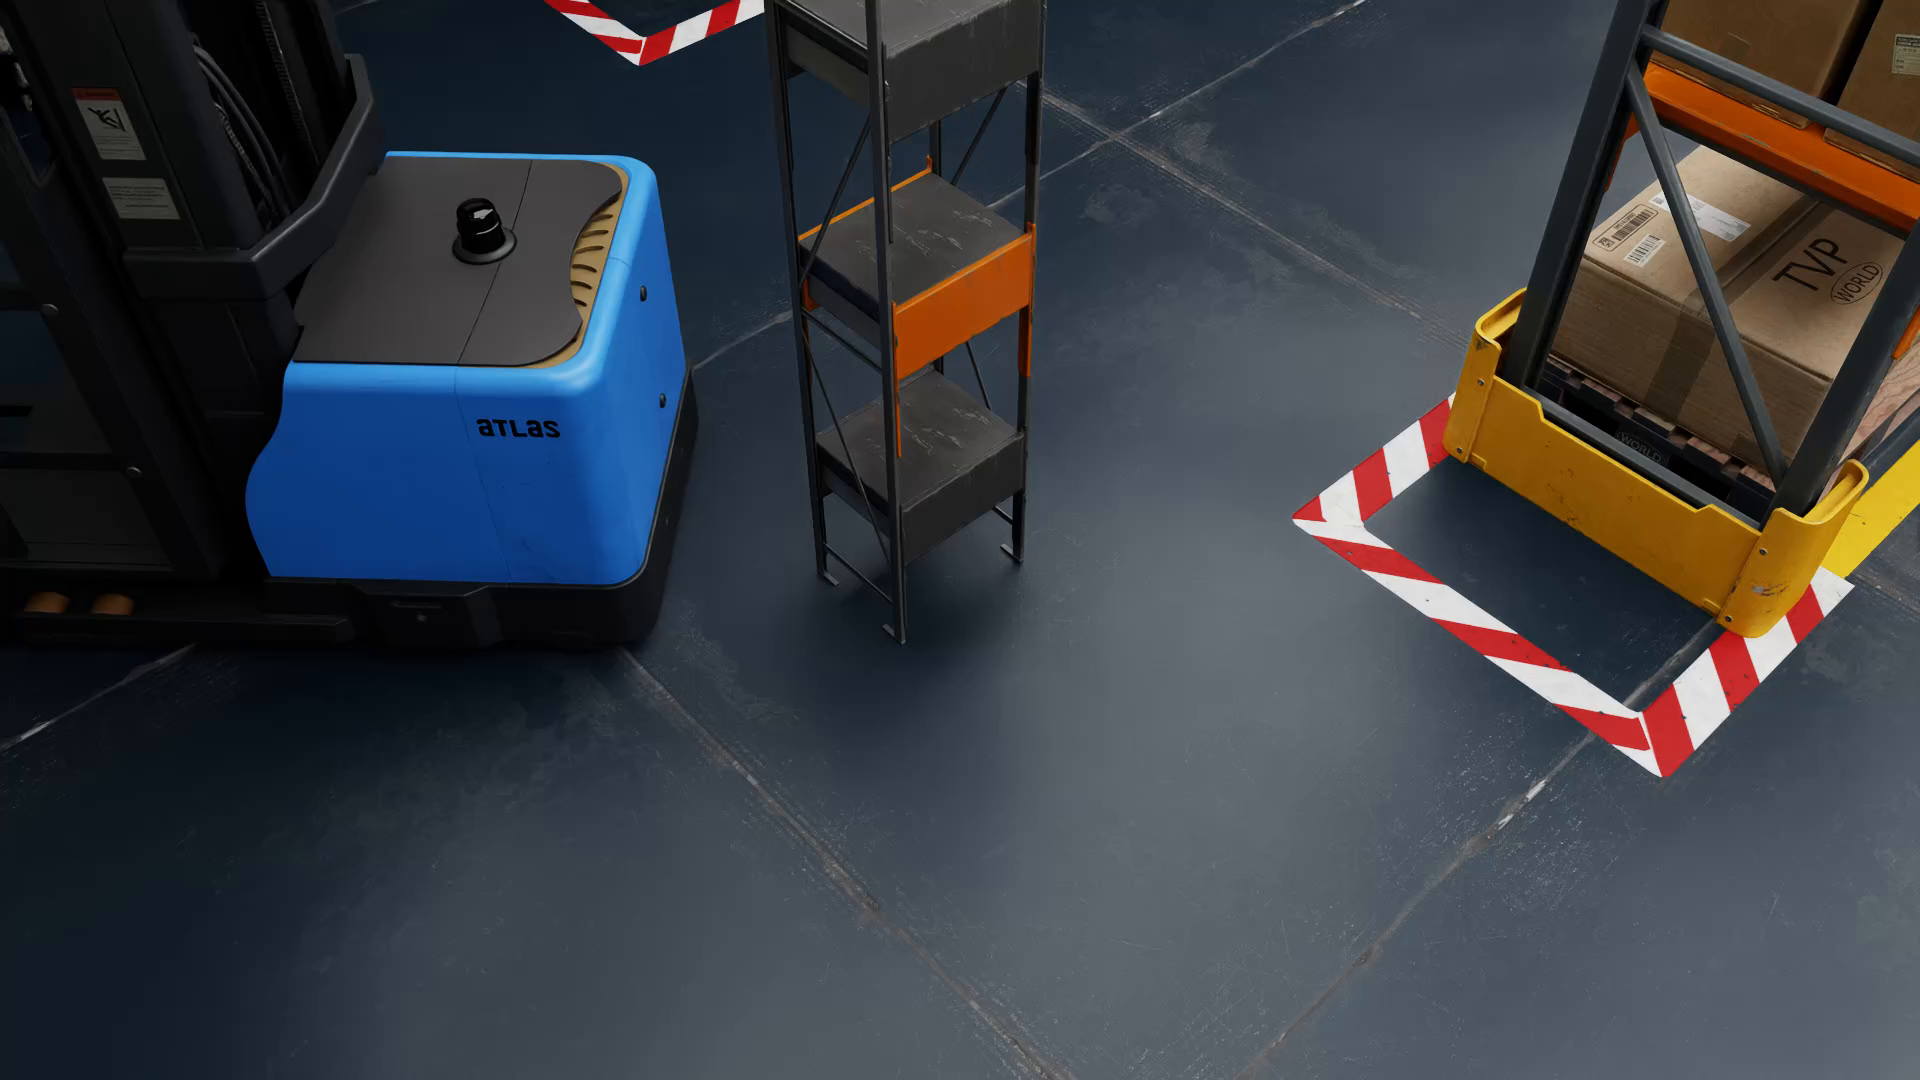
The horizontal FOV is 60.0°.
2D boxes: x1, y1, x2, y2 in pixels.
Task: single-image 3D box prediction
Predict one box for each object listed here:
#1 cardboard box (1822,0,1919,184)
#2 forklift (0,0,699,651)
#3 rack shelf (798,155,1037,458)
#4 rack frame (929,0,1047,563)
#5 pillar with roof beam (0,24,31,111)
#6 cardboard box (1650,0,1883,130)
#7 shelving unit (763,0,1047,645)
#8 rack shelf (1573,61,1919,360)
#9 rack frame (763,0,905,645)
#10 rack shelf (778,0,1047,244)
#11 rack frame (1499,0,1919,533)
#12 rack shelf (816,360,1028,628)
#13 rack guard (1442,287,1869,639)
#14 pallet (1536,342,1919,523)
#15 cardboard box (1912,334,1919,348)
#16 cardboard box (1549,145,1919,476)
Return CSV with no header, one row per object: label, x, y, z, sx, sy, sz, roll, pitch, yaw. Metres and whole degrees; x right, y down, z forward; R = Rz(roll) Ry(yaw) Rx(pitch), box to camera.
cardboard box,2.666,-1.232,4.278,0.500,0.500,0.500,-34,56,-27
forklift,-2.395,-1.067,4.240,3.031,2.935,1.130,2,47,1
rack shelf,-0.122,-0.621,4.413,0.480,0.518,0.431,-34,56,-27
rack frame,0.058,-0.751,4.514,0.015,2.100,0.400,-34,56,-27
pillar with roof beam,-0.930,-2.665,1.586,0.400,9.000,9.100,-34,56,-27
cardboard box,2.296,-1.533,4.556,0.500,0.500,0.500,-33,56,-27
shelving unit,-0.122,-0.630,4.403,0.503,2.100,0.431,-34,56,-27
rack shelf,3.597,-1.862,5.417,4.000,0.370,1.077,-34,56,-27
rack frame,-0.303,-0.510,4.292,0.015,2.100,0.400,-34,56,-27
rack shelf,-0.122,-1.096,3.898,0.480,0.518,0.431,-34,56,-27
rack frame,2.118,-1.117,4.240,0.127,3.000,1.000,-34,56,-27
rack shelf,-0.122,-0.146,4.927,0.480,0.518,0.431,-34,56,-27
rack guard,2.100,-0.258,5.147,0.348,0.500,1.175,-34,56,-27
pallet,2.656,-0.609,5.669,1.213,0.211,1.003,-34,56,-27
cardboard box,3.210,-1.228,5.800,0.875,0.438,0.875,-32,55,-26
cardboard box,2.539,-0.771,5.378,0.875,0.438,0.875,-36,57,-28
